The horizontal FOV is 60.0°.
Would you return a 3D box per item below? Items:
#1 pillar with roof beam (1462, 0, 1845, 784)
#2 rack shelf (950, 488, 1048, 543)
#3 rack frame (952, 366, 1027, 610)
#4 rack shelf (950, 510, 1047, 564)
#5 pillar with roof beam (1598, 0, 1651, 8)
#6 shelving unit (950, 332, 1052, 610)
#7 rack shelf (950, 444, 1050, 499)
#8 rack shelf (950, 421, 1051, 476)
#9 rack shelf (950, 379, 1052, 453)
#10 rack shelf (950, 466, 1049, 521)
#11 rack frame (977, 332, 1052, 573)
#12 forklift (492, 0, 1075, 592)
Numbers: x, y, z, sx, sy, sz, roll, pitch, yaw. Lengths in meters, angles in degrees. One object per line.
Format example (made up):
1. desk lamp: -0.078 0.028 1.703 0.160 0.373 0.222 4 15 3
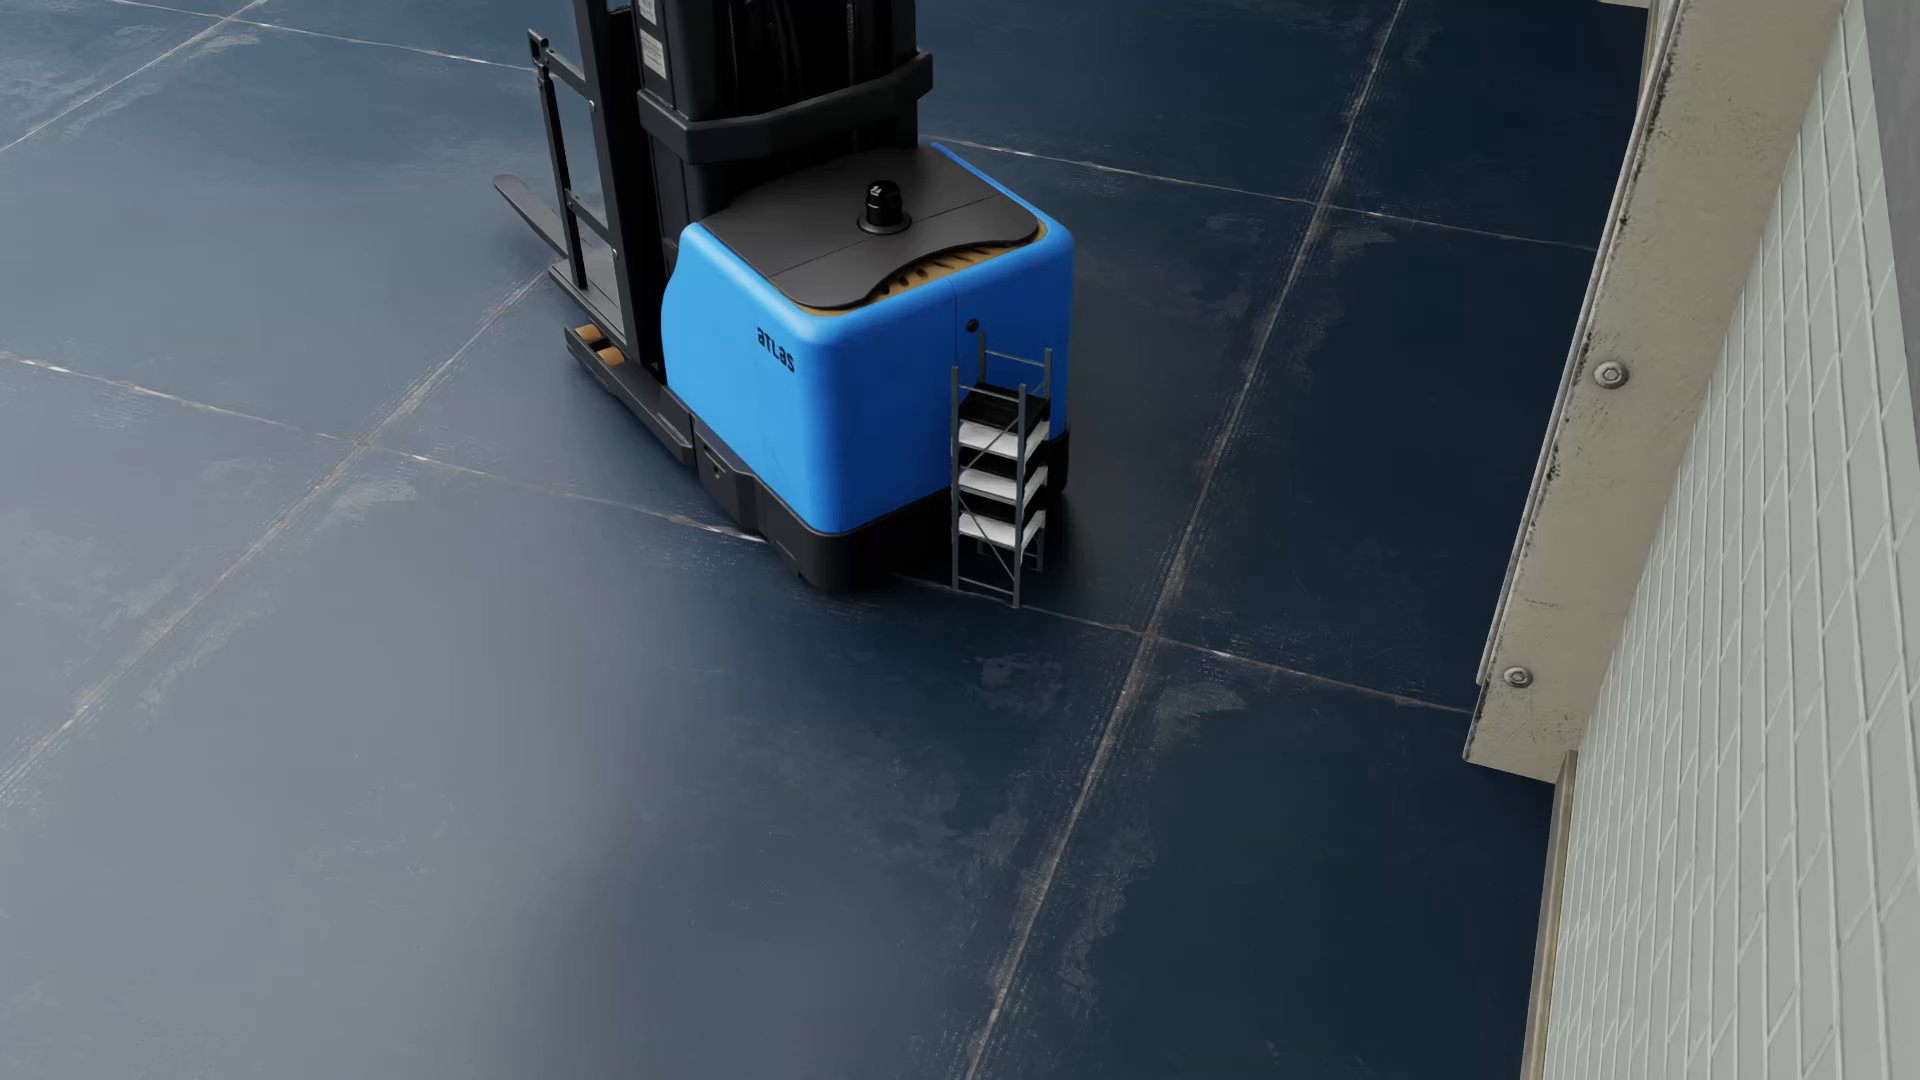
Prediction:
1. pillar with roof beam: -2.329 -3.807 3.279 9.100 9.000 0.400 13 42 15
2. rack shelf: 0.127 -0.111 5.377 0.258 0.077 0.200 16 43 18
3. rack frame: 0.086 -0.145 5.227 0.240 0.900 0.006 16 43 18
4. rack shelf: 0.127 -0.043 5.436 0.258 0.077 0.200 16 43 18
5. pillar with roof beam: -0.277 -7.466 7.568 9.100 9.000 0.400 13 42 15
6. shelving unit: 0.127 -0.205 5.297 0.258 0.900 0.210 16 43 18
7. rack shelf: 0.127 -0.248 5.261 0.258 0.077 0.200 16 43 18
8. rack shelf: 0.127 -0.317 5.202 0.258 0.077 0.200 16 43 18
9. rack shelf: 0.127 -0.385 5.144 0.258 0.077 0.200 16 43 18
10. rack shelf: 0.127 -0.180 5.319 0.258 0.077 0.200 16 43 18
11. rack frame: 0.169 -0.265 5.368 0.240 0.900 0.006 16 43 18
12. forklift: -0.888 -1.859 5.670 1.130 2.935 3.031 -25 46 -26
